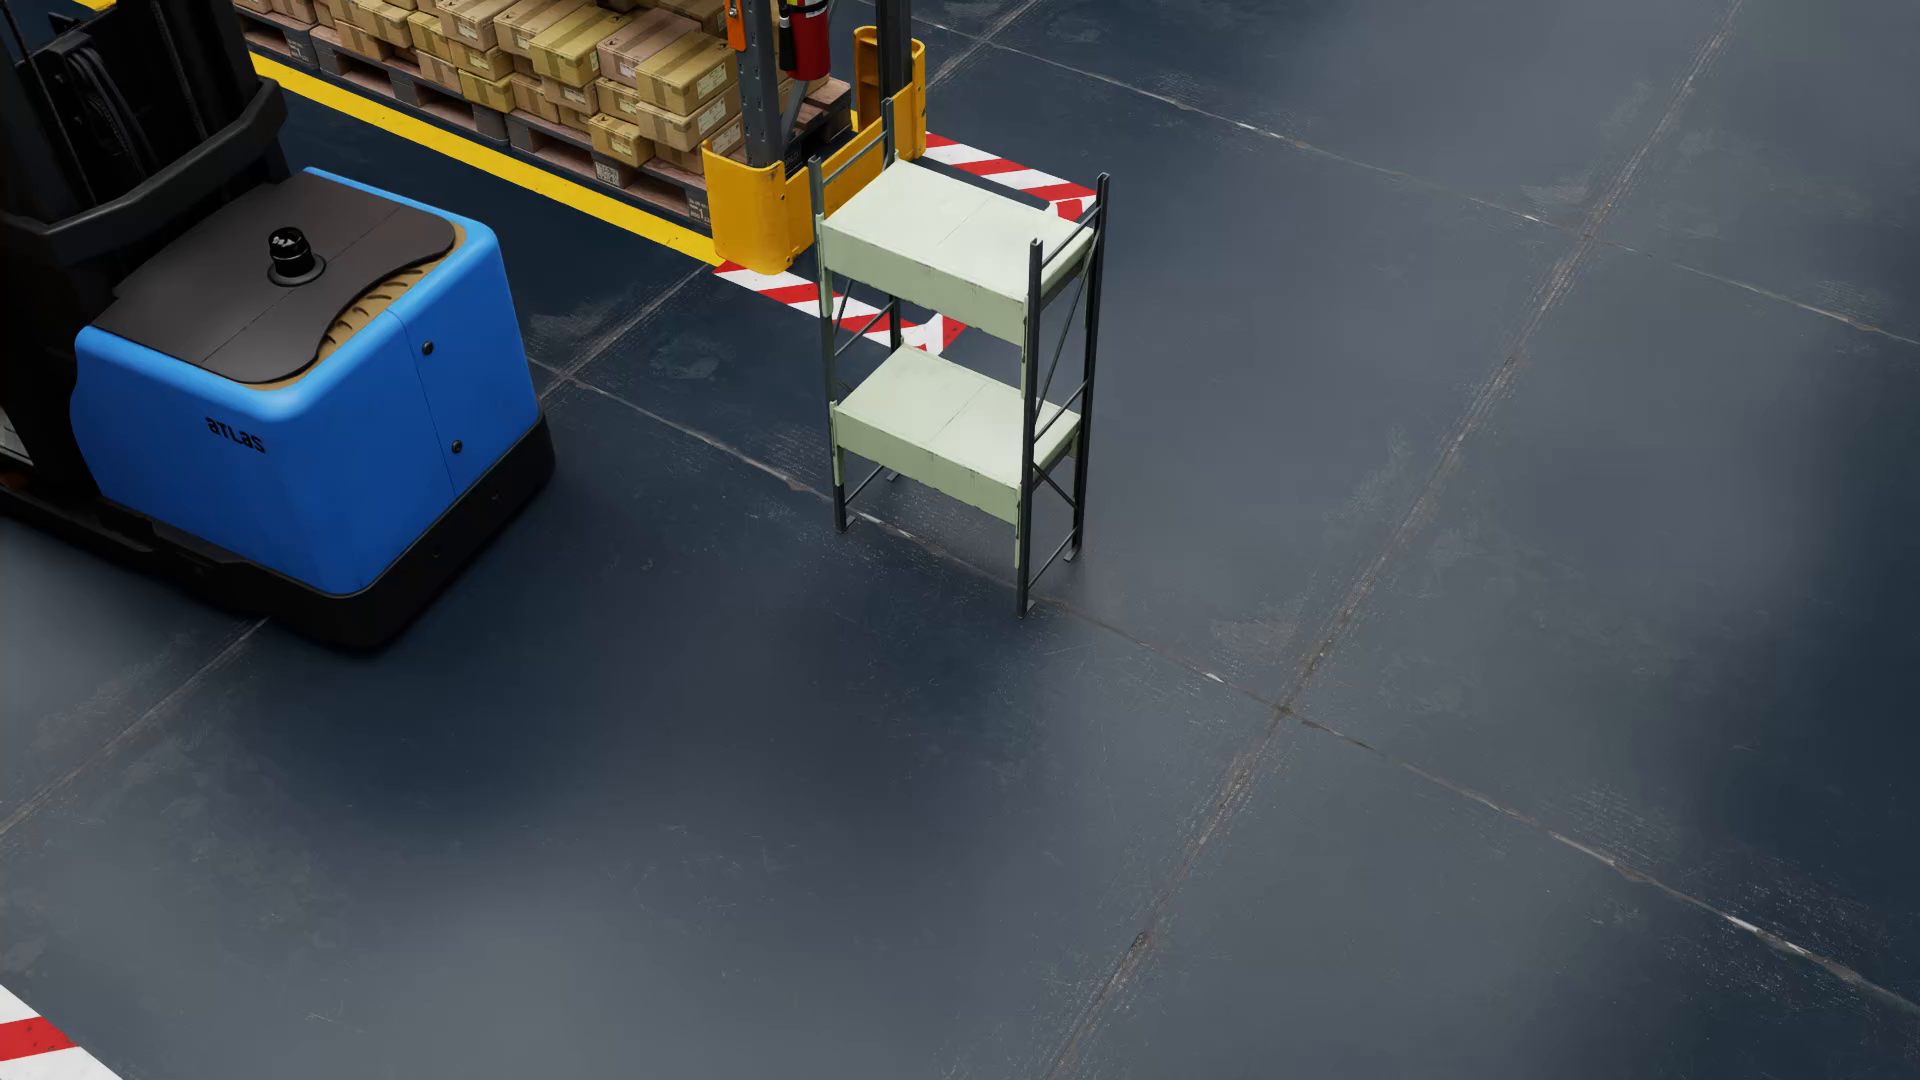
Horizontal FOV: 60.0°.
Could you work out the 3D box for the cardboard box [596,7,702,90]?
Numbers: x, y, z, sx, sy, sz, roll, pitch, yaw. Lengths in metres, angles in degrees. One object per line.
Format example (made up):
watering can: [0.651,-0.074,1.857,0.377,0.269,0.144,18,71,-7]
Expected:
cardboard box: [-1.286,-2.043,6.924,0.250,0.149,0.380,26,51,23]

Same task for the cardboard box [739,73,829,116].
cardboard box: [-0.791,-2.048,7.344,0.250,0.149,0.380,26,51,23]

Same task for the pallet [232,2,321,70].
pallet: [-3.305,-2.837,8.360,1.213,0.211,1.003,25,51,22]

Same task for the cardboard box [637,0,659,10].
cardboard box: [-1.220,-2.476,7.345,0.250,0.149,0.380,25,51,22]

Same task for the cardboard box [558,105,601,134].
cardboard box: [-1.525,-1.923,7.222,0.250,0.149,0.380,24,51,22]

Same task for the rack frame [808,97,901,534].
rack frame: [-0.314,-0.667,5.352,0.023,1.500,0.400,25,51,22]

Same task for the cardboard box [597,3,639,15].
cardboard box: [-1.436,-2.460,7.536,0.250,0.149,0.380,26,51,23]

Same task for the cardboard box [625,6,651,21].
cardboard box: [-1.279,-2.295,7.376,0.250,0.149,0.380,25,51,23]

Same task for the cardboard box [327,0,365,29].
cardboard box: [-2.649,-2.491,7.567,0.250,0.149,0.380,24,51,22]

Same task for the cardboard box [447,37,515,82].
cardboard box: [-2.002,-2.180,7.265,0.250,0.149,0.380,25,51,23]

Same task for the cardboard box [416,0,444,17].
cardboard box: [-2.174,-2.445,7.314,0.250,0.149,0.380,23,50,21]

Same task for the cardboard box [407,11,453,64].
cardboard box: [-2.208,-2.291,7.372,0.250,0.149,0.380,27,52,24]

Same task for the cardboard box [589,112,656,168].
cardboard box: [-1.349,-1.768,7.072,0.250,0.149,0.380,26,51,23]

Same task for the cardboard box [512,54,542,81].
cardboard box: [-1.730,-2.154,7.239,0.250,0.149,0.380,24,51,22]

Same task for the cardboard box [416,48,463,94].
cardboard box: [-2.208,-2.189,7.481,0.250,0.149,0.380,26,51,23]

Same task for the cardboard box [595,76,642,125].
cardboard box: [-1.312,-1.921,7.013,0.250,0.149,0.380,24,50,21]

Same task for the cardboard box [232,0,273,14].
cardboard box: [-3.295,-2.698,7.975,0.250,0.149,0.380,24,51,22]

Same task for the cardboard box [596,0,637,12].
cardboard box: [-1.474,-2.522,7.390,0.250,0.149,0.380,22,50,20]

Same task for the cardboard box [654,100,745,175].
cardboard box: [-1.078,-1.730,7.034,0.250,0.149,0.380,26,51,23]

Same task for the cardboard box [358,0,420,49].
cardboard box: [-2.455,-2.381,7.460,0.250,0.149,0.380,25,51,22]

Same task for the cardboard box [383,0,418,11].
cardboard box: [-2.410,-2.529,7.396,0.250,0.149,0.380,25,51,22]

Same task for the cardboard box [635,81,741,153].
cardboard box: [-1.121,-1.788,6.883,0.250,0.149,0.380,23,50,21]

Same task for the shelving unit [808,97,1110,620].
shelving unit: [-0.006,-0.525,5.215,0.755,1.500,0.431,25,51,22]

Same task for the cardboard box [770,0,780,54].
cardboard box: [-0.780,-2.267,7.142,0.250,0.149,0.380,23,50,20]

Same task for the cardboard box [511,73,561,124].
cardboard box: [-1.740,-2.010,7.307,0.250,0.149,0.380,25,51,22]

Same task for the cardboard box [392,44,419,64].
cardboard box: [-2.380,-2.332,7.620,0.250,0.149,0.380,26,51,23]

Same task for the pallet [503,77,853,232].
pallet: [-1.251,-1.893,7.442,1.213,0.211,1.003,25,51,22]

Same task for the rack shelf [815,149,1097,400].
rack shelf: [-0.006,-0.797,4.935,0.720,0.370,0.431,25,51,22]

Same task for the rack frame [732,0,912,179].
rack frame: [-0.523,-2.499,6.087,0.127,3.000,1.000,25,51,22]

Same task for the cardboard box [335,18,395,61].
cardboard box: [-2.642,-2.388,7.674,0.250,0.149,0.380,23,50,21]

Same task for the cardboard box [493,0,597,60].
cardboard box: [-1.756,-2.205,7.082,0.250,0.149,0.380,23,50,21]

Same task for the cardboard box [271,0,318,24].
cardboard box: [-3.055,-2.630,7.909,0.250,0.149,0.380,24,50,21]

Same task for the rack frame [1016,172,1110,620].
rack frame: [0.302,-0.384,5.077,0.023,1.500,0.400,25,51,22]

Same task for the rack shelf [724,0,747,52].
rack shelf: [-2.206,-3.023,7.097,4.000,0.370,1.077,25,51,22]

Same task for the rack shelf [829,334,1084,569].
rack shelf: [-0.006,-0.298,5.448,0.720,0.370,0.431,25,51,22]

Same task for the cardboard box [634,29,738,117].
cardboard box: [-1.105,-1.911,6.796,0.250,0.149,0.380,25,51,23]

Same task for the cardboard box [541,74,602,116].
cardboard box: [-1.559,-1.988,7.078,0.250,0.149,0.380,23,50,21]

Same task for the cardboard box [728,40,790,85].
cardboard box: [-0.825,-2.113,7.200,0.250,0.149,0.380,27,52,24]

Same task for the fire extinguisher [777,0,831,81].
fire extinguisher: [-0.560,-1.966,5.883,0.183,0.674,0.296,25,51,22]

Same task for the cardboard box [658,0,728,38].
cardboard box: [-1.077,-2.301,7.175,0.250,0.149,0.380,26,51,23]

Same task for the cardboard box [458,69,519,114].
cardboard box: [-1.989,-2.071,7.366,0.250,0.149,0.380,23,50,20]

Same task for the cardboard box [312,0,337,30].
cardboard box: [-2.809,-2.547,7.828,0.250,0.149,0.380,23,50,21]

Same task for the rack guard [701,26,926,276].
rack guard: [-0.587,-1.657,7.012,0.348,0.500,1.175,25,51,22]

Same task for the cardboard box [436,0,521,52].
cardboard box: [-2.012,-2.276,7.150,0.250,0.149,0.380,27,51,23]

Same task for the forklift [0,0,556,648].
forklift: [-2.988,-1.424,5.090,3.031,2.935,1.130,20,49,18]

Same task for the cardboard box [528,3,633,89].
cardboard box: [-1.572,-2.067,6.947,0.250,0.149,0.380,24,50,21]

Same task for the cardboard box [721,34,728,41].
cardboard box: [-1.025,-2.253,7.336,0.250,0.149,0.380,24,51,22]

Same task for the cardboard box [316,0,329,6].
cardboard box: [-2.827,-2.627,7.699,0.250,0.149,0.380,27,52,24]

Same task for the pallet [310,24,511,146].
pallet: [-2.274,-2.365,7.901,1.213,0.211,1.003,25,51,22]
